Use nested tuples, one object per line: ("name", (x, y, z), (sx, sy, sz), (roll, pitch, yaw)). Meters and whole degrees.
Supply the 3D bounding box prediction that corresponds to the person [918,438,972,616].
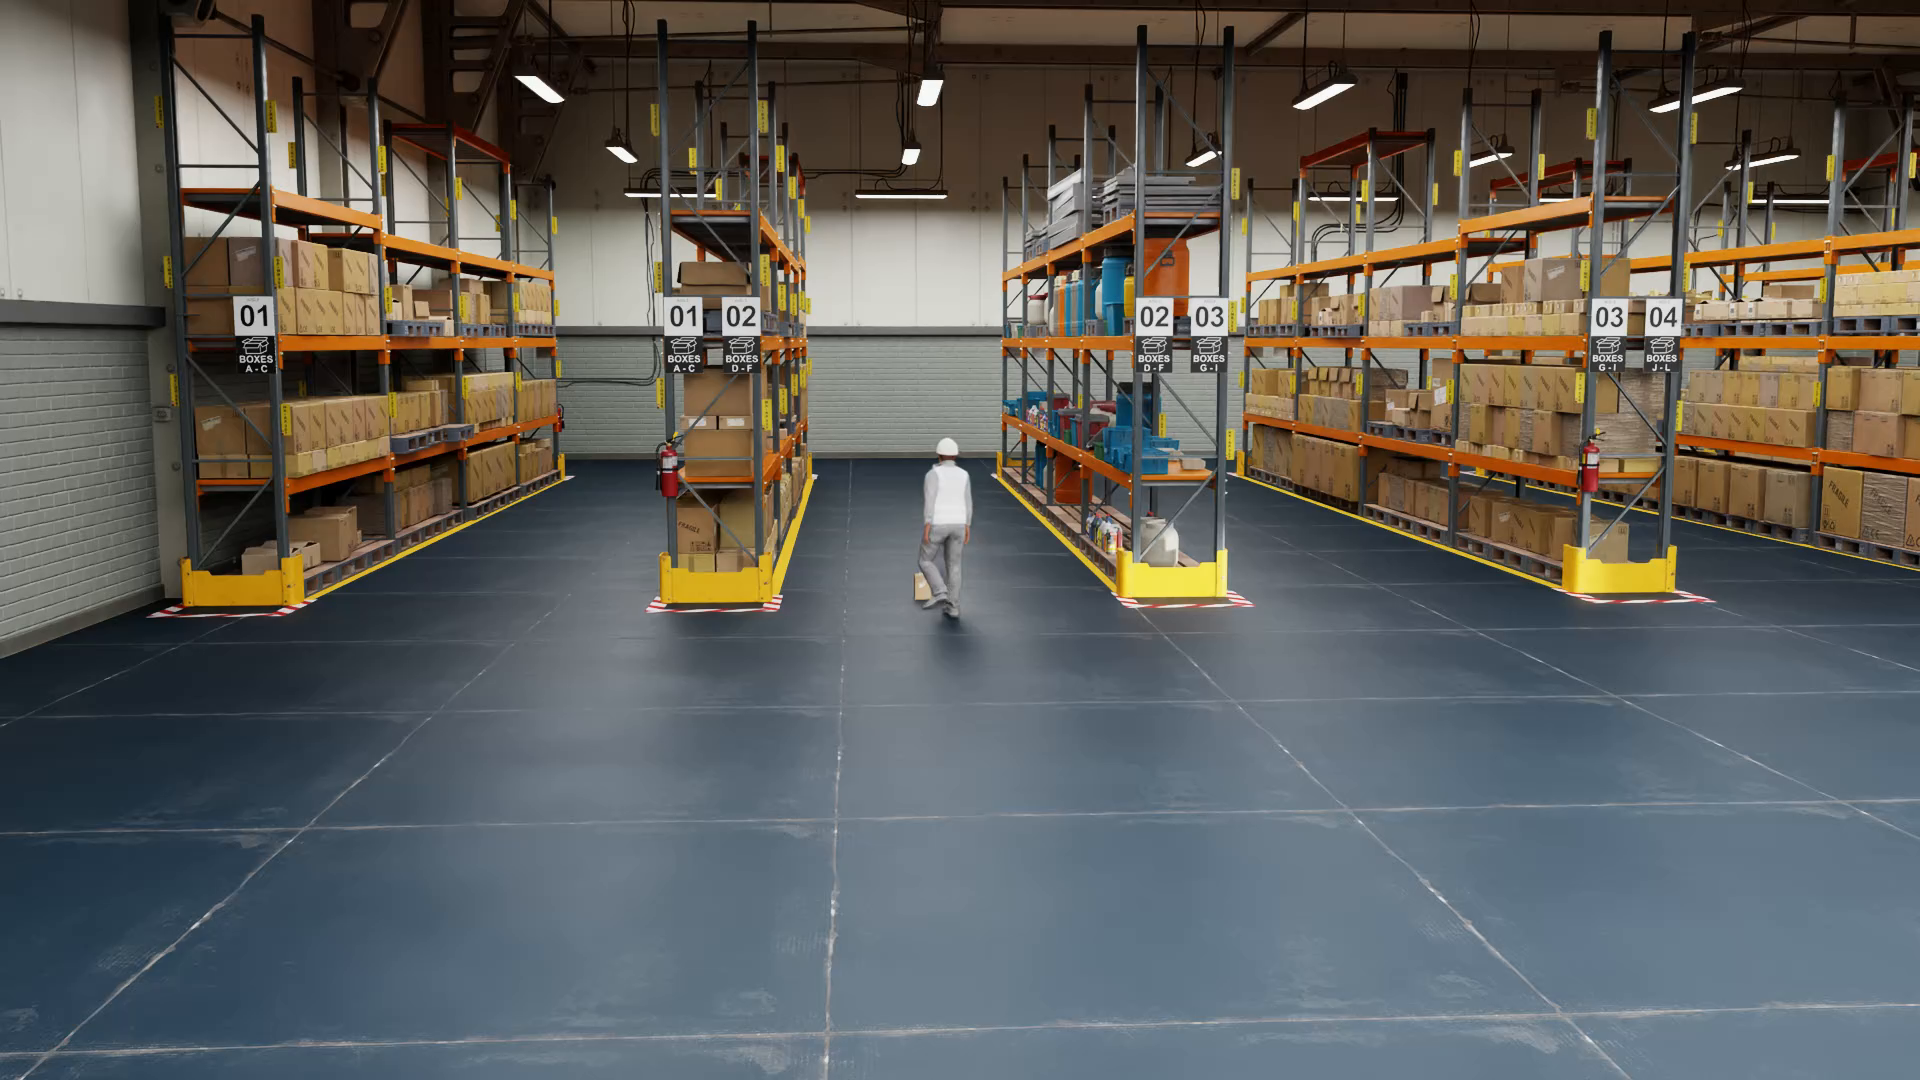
("person", (-0.135, -0.139, 16.677), (0.566, 1.762, 0.476), (-3, 7, -25))
